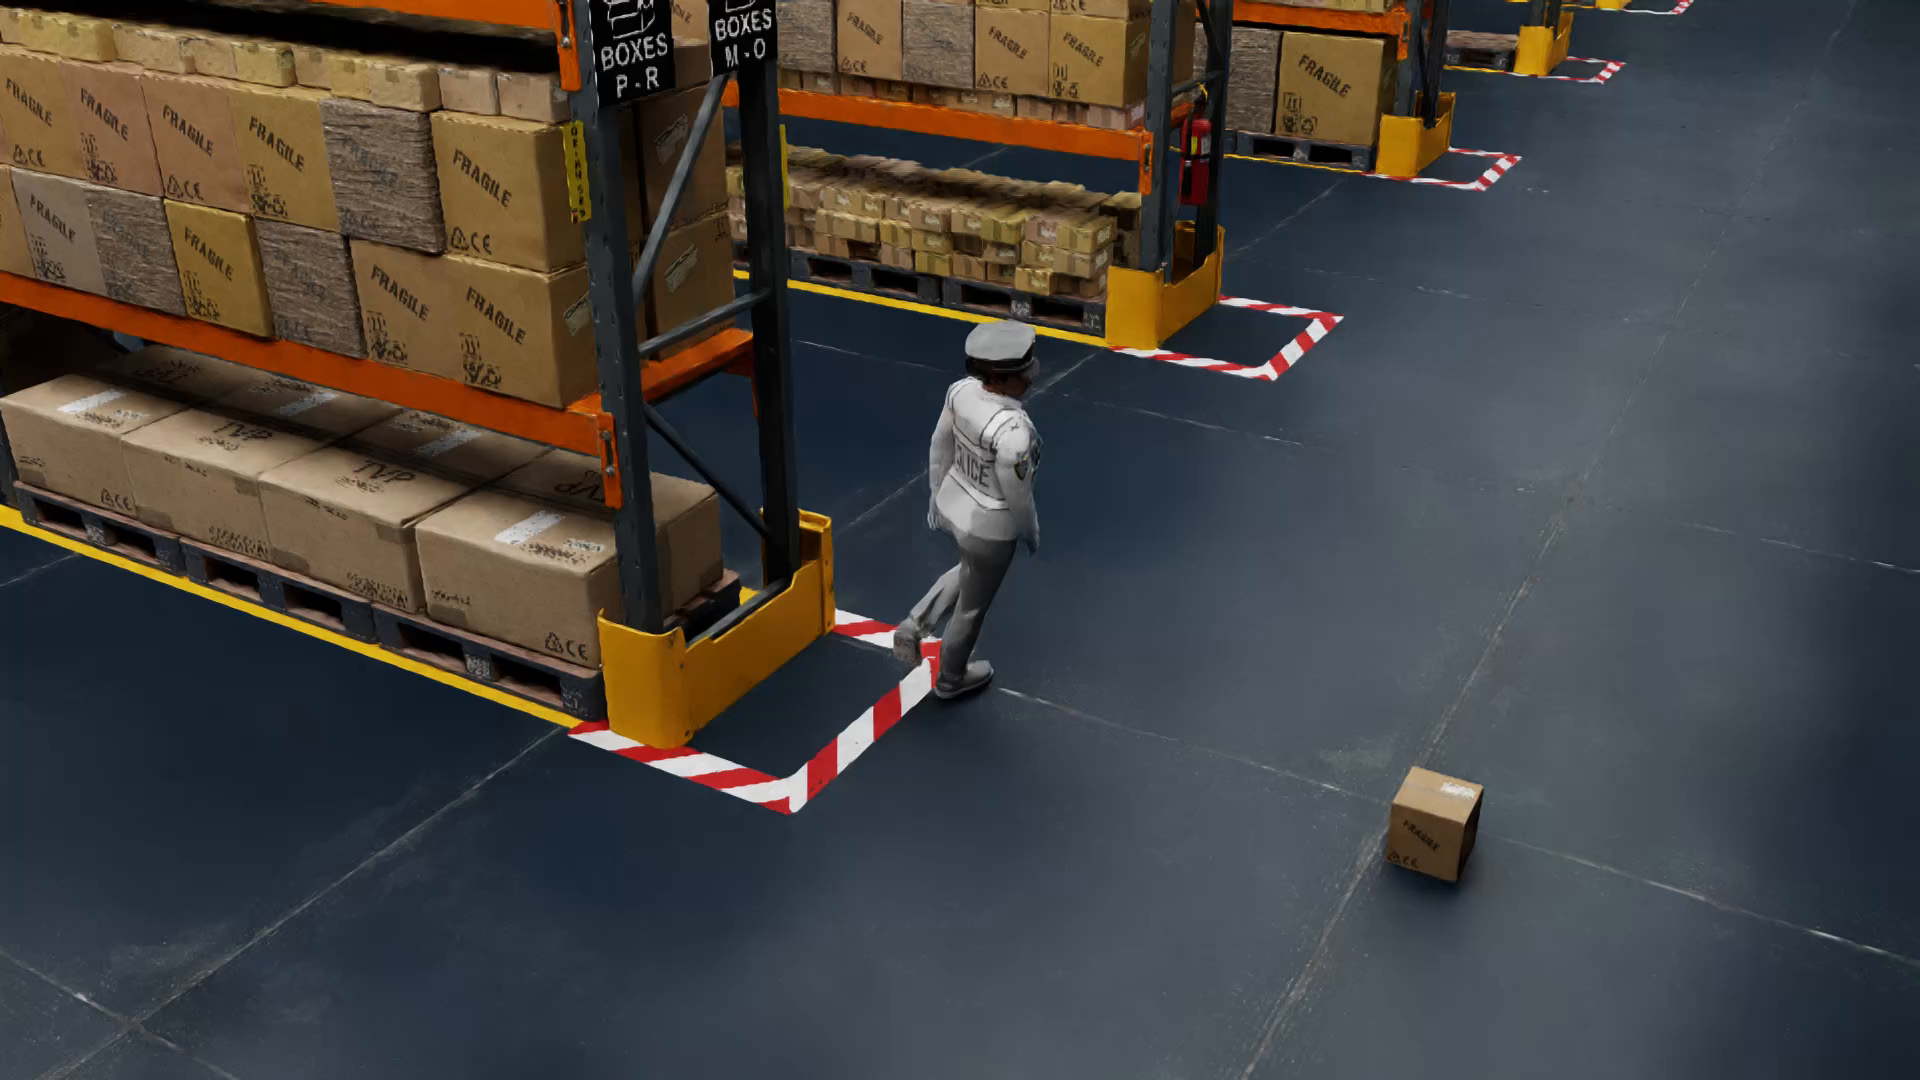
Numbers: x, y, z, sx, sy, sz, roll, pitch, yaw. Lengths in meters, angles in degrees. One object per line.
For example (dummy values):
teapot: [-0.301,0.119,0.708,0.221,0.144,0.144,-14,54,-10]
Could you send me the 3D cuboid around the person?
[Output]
person: [0.049,-0.067,6.241,0.473,1.625,0.625,-13,30,-24]
